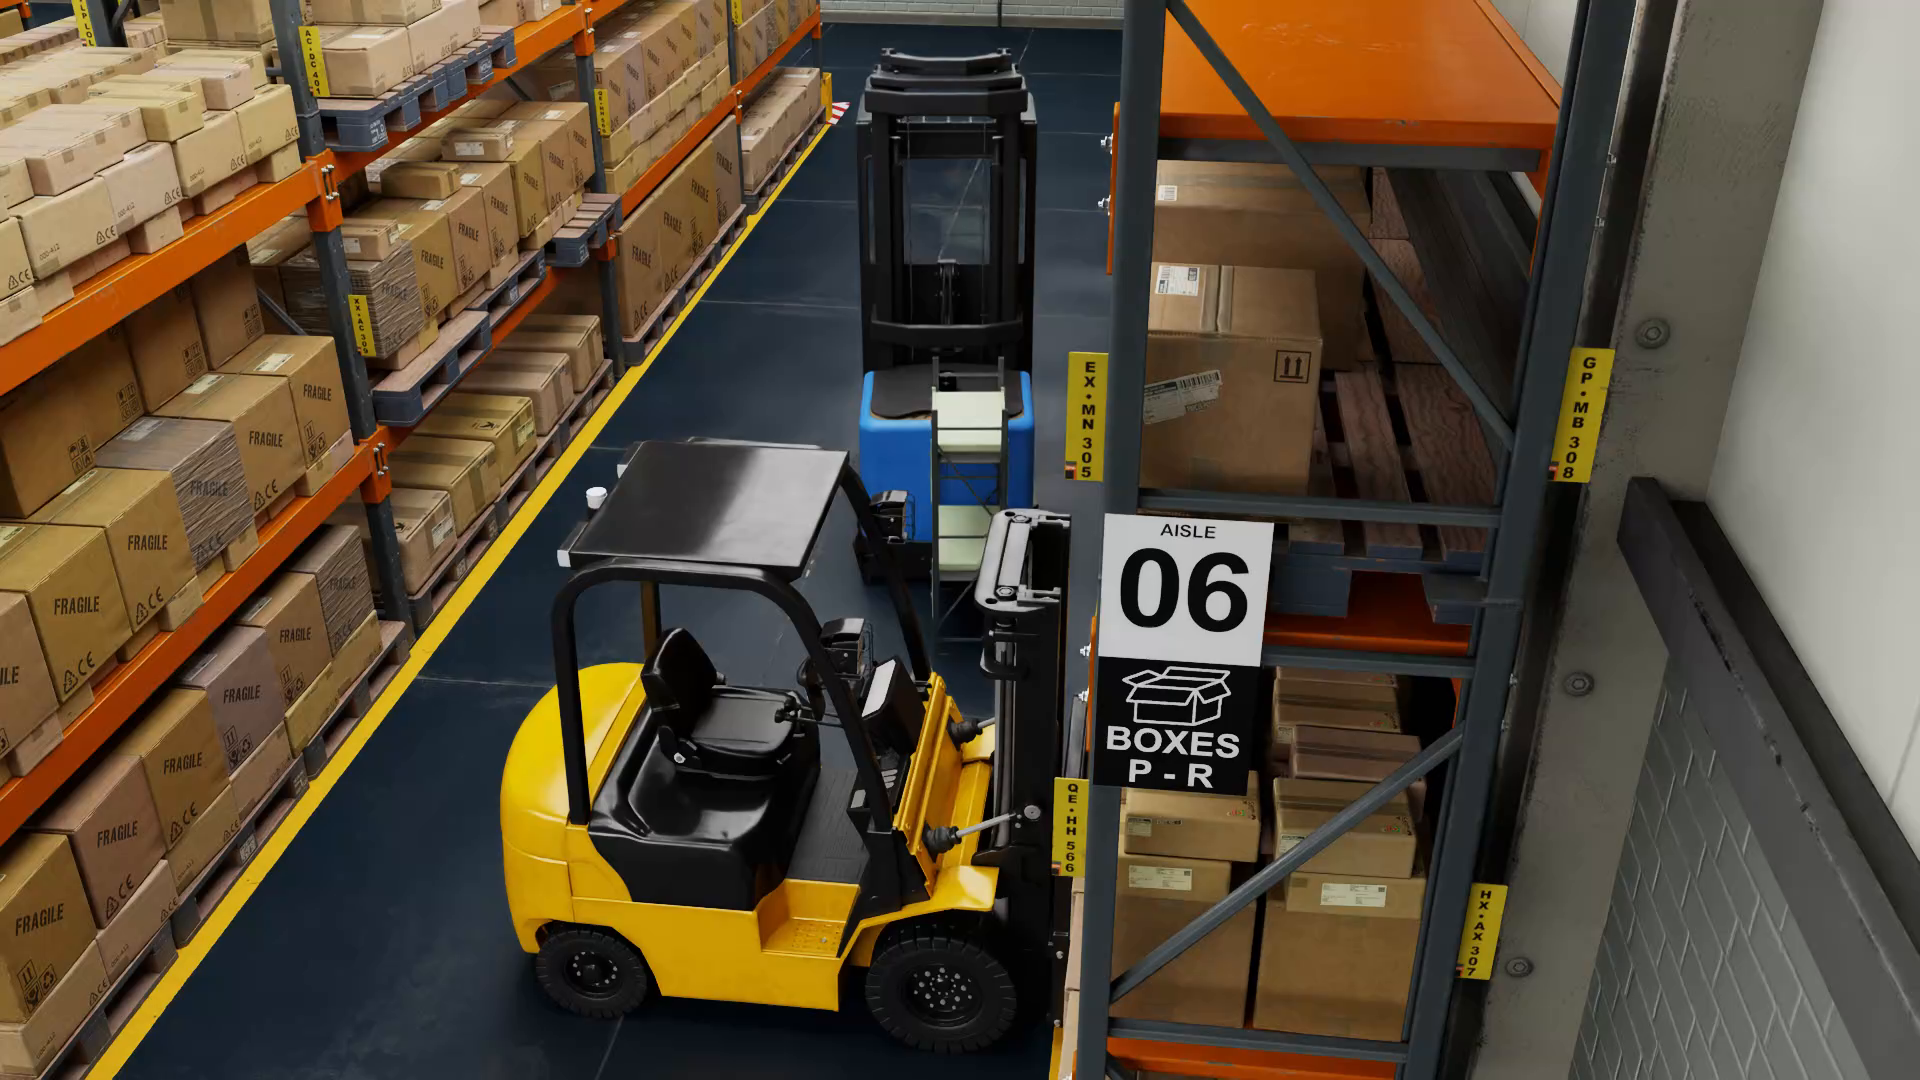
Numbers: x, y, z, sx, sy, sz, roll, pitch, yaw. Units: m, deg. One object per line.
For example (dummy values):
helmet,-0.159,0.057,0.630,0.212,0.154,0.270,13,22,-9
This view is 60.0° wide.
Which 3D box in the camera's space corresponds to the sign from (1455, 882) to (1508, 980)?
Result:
sign,1.387,1.046,4.441,0.100,0.325,0.005,3,28,6

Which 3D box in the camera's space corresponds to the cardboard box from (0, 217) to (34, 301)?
cardboard box,-3.654,-0.947,5.820,0.500,0.250,0.500,4,29,8

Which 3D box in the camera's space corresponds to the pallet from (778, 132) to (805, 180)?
pallet,-2.302,-4.210,18.134,1.003,0.211,1.213,3,28,6

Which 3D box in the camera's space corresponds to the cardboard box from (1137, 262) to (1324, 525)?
cardboard box,0.649,-0.389,4.285,0.500,0.500,0.500,4,29,8

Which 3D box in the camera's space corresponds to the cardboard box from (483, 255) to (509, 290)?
cardboard box,-3.031,-1.670,10.302,0.380,0.149,0.250,4,29,8

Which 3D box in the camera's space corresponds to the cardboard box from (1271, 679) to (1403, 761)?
cardboard box,1.174,0.575,5.210,0.380,0.149,0.250,4,29,7

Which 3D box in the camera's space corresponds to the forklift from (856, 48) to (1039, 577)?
forklift,-0.081,-1.723,10.649,1.130,2.935,3.031,0,28,0

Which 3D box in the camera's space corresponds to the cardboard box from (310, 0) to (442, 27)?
cardboard box,-3.079,-2.889,8.767,0.500,0.250,0.500,3,28,5

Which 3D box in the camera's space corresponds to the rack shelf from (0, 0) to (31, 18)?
rack shelf,-12.210,-5.709,18.734,1.077,0.370,4.000,3,28,6

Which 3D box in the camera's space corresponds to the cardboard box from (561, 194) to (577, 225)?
cardboard box,-2.864,-2.280,11.434,0.380,0.149,0.250,3,28,6

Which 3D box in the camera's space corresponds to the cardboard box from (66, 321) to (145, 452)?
cardboard box,-4.042,-0.689,7.185,0.700,0.500,0.500,3,28,5

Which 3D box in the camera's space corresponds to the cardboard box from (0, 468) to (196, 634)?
cardboard box,-3.581,0.035,6.896,0.500,0.500,0.500,3,28,5

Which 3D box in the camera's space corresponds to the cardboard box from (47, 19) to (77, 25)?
cardboard box,-8.112,-4.674,15.249,0.380,0.149,0.250,4,29,7

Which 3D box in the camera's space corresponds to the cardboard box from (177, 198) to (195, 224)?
cardboard box,-3.539,-1.434,7.143,0.380,0.149,0.250,2,28,4

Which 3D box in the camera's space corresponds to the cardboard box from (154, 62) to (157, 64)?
cardboard box,-7.492,-4.267,15.121,0.380,0.149,0.250,2,28,4

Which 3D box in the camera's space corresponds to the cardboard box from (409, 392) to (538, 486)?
cardboard box,-3.370,-0.683,10.976,0.950,0.372,0.625,4,29,8

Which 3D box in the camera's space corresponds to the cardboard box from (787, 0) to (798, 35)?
cardboard box,-2.056,-5.714,17.881,0.500,0.500,0.500,4,29,8

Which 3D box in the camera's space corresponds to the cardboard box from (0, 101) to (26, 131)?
cardboard box,-4.045,-1.684,6.768,0.380,0.149,0.250,2,28,5

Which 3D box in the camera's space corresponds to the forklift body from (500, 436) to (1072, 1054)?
forklift body,-0.741,0.802,6.785,2.313,2.155,1.214,3,28,6

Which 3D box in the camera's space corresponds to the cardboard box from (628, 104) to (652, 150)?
cardboard box,-2.738,-3.247,13.037,0.500,0.250,0.500,4,29,7

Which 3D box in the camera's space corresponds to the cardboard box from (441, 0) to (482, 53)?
cardboard box,-3.029,-2.911,9.335,0.500,0.250,0.500,3,28,6

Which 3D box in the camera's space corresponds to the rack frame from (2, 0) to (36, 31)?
rack frame,-11.965,-6.967,20.311,1.000,3.000,0.127,3,28,6

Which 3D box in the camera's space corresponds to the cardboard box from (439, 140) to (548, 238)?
cardboard box,-3.003,-2.273,10.737,0.500,0.500,0.500,1,28,3

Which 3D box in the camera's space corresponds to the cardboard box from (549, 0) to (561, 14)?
cardboard box,-2.940,-3.675,11.303,0.380,0.149,0.250,3,28,6

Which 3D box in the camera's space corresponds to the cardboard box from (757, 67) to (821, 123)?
cardboard box,-2.111,-5.131,19.163,0.875,0.438,0.875,2,28,4

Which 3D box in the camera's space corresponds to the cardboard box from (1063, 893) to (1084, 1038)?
cardboard box,0.641,1.537,5.928,0.500,0.250,0.500,4,29,7

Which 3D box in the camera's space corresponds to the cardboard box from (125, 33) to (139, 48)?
cardboard box,-7.531,-4.397,14.736,0.380,0.149,0.250,2,28,5

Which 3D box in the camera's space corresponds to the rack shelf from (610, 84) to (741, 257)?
rack shelf,-2.865,-3.250,14.170,1.077,0.370,4.000,3,28,6

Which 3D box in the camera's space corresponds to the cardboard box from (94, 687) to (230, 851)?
cardboard box,-3.585,0.979,7.228,0.500,0.500,0.500,4,29,7

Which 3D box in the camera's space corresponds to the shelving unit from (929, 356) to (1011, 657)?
shelving unit,0.049,-0.186,9.306,0.431,1.500,0.755,0,28,0

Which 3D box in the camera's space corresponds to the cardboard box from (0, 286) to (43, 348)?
cardboard box,-3.572,-0.815,5.995,0.380,0.149,0.250,4,29,7

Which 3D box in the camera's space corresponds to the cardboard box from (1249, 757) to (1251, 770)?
cardboard box,0.709,0.893,5.617,0.500,0.500,0.500,4,29,8

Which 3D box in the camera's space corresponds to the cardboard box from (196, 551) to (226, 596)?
cardboard box,-3.519,0.134,7.395,0.380,0.149,0.250,3,28,5

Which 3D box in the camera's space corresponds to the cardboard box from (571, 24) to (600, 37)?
cardboard box,-3.184,-3.843,13.354,0.500,0.500,0.500,3,28,6

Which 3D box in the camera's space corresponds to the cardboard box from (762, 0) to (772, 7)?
cardboard box,-2.179,-5.680,16.763,0.500,0.500,0.500,4,29,7

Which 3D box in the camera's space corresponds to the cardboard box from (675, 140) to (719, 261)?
cardboard box,-2.719,-3.035,14.811,0.875,0.875,0.875,4,29,8

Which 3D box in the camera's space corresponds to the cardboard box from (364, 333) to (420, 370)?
cardboard box,-3.218,-1.058,9.166,0.380,0.149,0.250,4,29,7

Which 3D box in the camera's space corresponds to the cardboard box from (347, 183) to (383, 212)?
cardboard box,-3.642,-1.809,9.876,0.500,0.500,0.500,4,29,8

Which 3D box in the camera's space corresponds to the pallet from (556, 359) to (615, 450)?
pallet,-3.207,-1.030,12.231,1.003,0.211,1.213,3,28,6

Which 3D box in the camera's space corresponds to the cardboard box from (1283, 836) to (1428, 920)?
cardboard box,1.136,0.953,4.821,0.380,0.149,0.250,3,28,5

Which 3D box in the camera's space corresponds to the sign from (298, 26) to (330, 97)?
sign,-3.060,-2.263,7.872,0.100,0.325,0.005,3,28,6

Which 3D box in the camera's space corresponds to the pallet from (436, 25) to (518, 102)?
pallet,-3.294,-2.753,9.525,1.213,0.211,1.003,3,28,6

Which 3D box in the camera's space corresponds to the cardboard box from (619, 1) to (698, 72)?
cardboard box,-2.563,-4.286,14.175,0.500,0.500,0.500,4,29,8

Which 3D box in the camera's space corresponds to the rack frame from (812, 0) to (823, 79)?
rack frame,-2.129,-6.391,19.242,1.000,3.000,0.127,3,28,6

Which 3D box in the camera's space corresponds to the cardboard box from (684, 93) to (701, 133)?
cardboard box,-2.569,-3.740,14.480,0.500,0.250,0.500,3,28,5

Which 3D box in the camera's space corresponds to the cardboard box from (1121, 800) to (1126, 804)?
cardboard box,0.603,0.796,5.112,0.380,0.149,0.250,4,29,7

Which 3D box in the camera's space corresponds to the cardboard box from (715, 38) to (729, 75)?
cardboard box,-2.432,-4.440,15.253,0.500,0.250,0.500,3,28,6

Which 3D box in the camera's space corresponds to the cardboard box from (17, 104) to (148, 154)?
cardboard box,-3.534,-1.650,6.704,0.380,0.149,0.250,3,28,5

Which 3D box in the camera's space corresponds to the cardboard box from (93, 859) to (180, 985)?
cardboard box,-3.647,1.563,6.935,0.500,0.250,0.500,4,29,8

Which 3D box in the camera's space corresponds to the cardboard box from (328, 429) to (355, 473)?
cardboard box,-3.337,-0.463,8.503,0.380,0.149,0.250,3,28,6

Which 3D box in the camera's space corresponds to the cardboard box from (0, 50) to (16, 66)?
cardboard box,-8.269,-4.067,14.124,0.380,0.149,0.250,5,29,9

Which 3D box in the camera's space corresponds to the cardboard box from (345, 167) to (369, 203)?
cardboard box,-3.685,-2.074,9.683,0.380,0.149,0.250,2,28,4

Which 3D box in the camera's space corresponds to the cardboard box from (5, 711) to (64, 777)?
cardboard box,-3.636,0.747,6.258,0.380,0.149,0.250,4,29,7

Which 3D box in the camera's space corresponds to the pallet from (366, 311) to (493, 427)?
pallet,-3.362,-1.009,9.455,1.003,0.211,1.213,3,28,6

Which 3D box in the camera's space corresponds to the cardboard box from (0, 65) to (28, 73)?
cardboard box,-7.688,-3.774,13.580,0.380,0.149,0.250,2,28,4
